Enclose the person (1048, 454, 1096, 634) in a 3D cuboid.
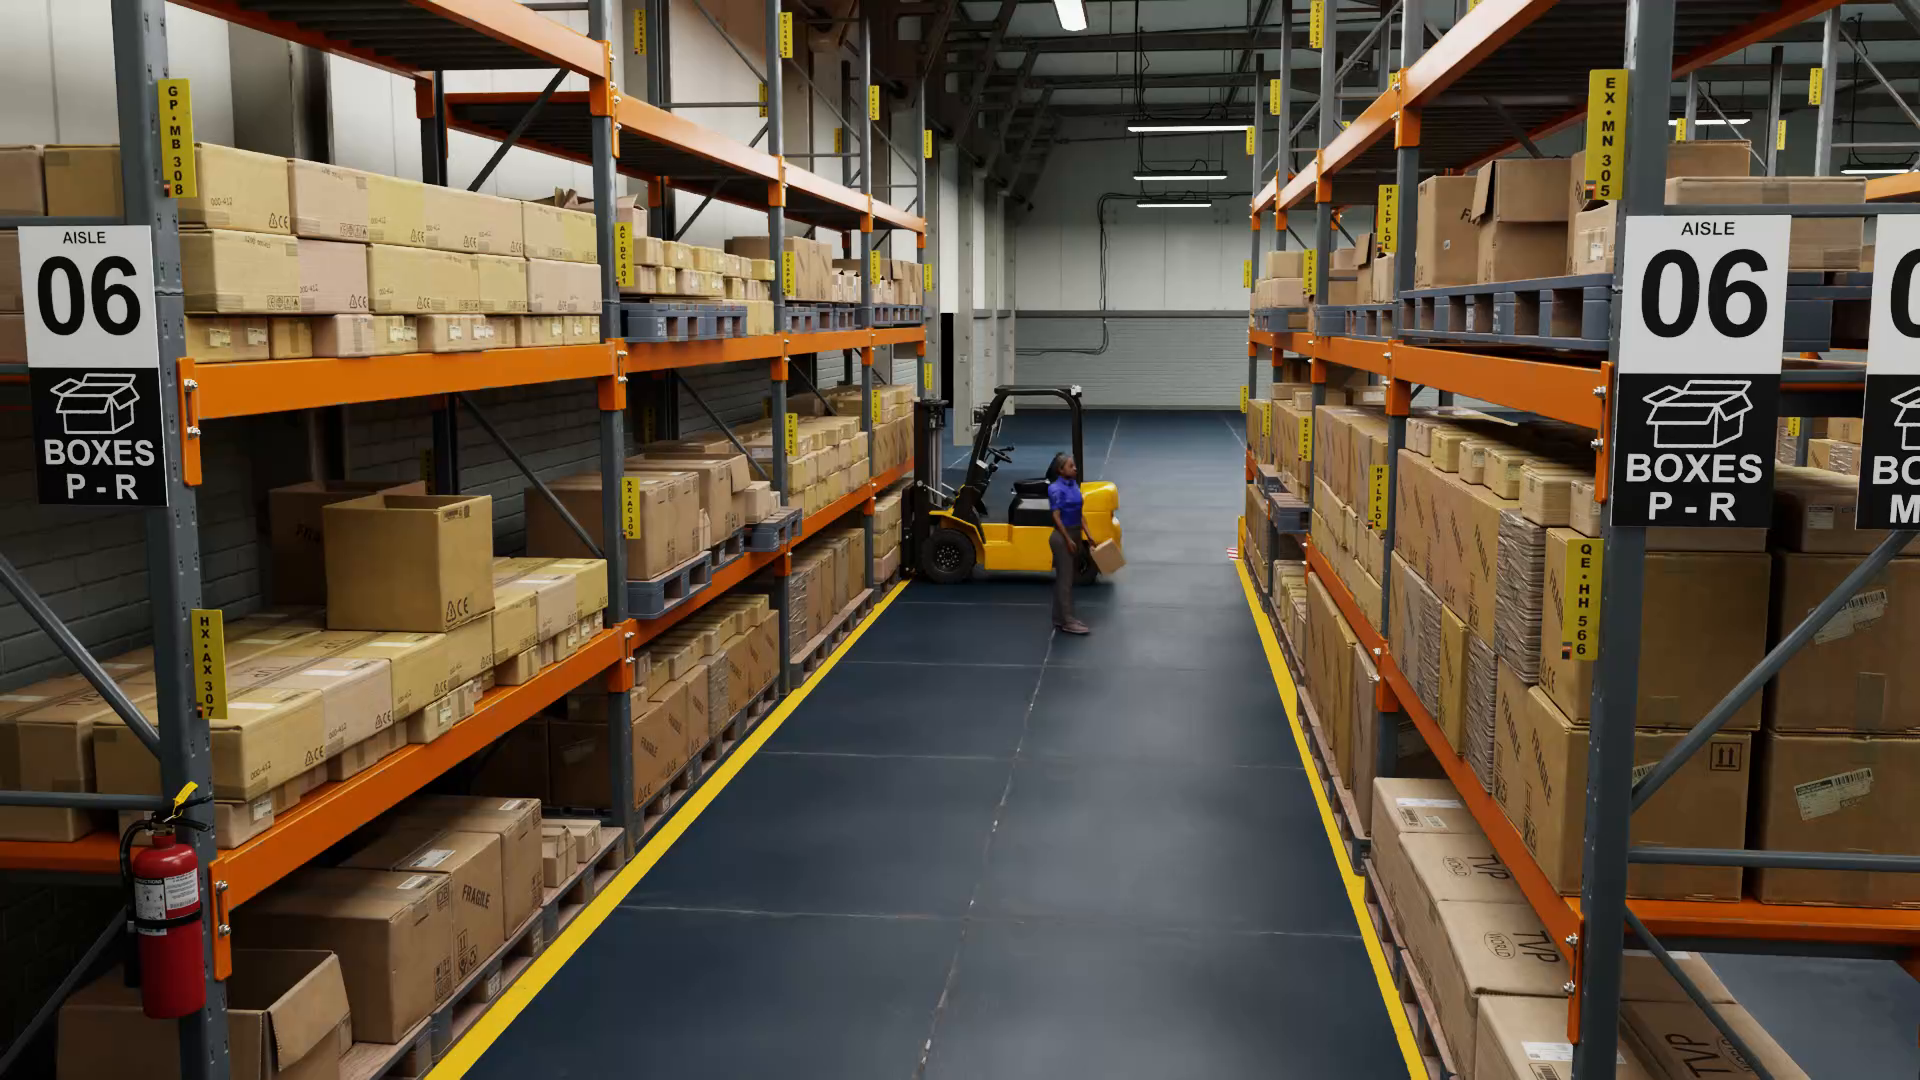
[{"bbox_3d":[1.076,0.022,15.611,0.523,1.653,0.506,5,9,31],"label":"person"}]
